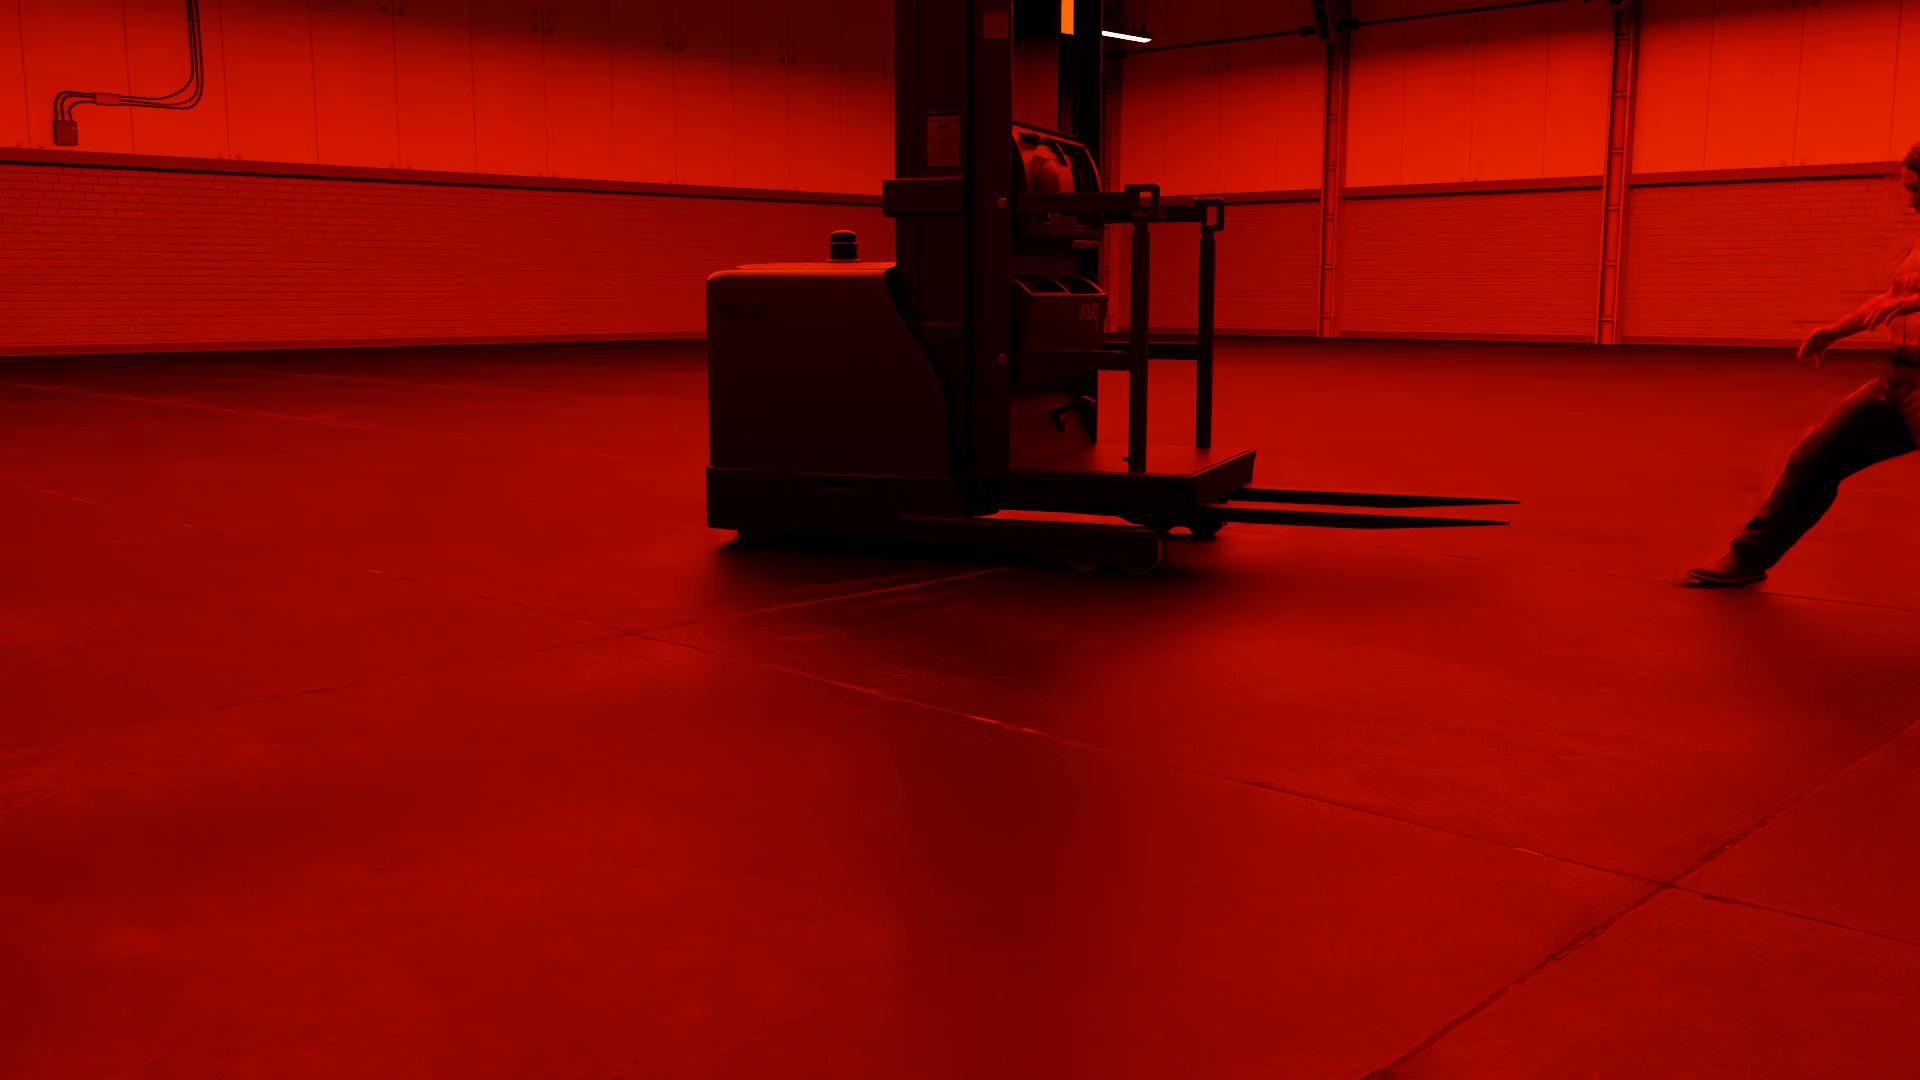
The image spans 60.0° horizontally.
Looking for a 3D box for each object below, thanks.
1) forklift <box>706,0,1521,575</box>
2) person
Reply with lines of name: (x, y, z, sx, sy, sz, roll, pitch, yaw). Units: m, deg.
forklift: (0.565, -1.416, 6.275, 3.031, 2.935, 1.130, 3, 9, 22)
person: (2.869, -0.475, 5.046, 0.887, 1.453, 1.230, 1, 9, 7)
